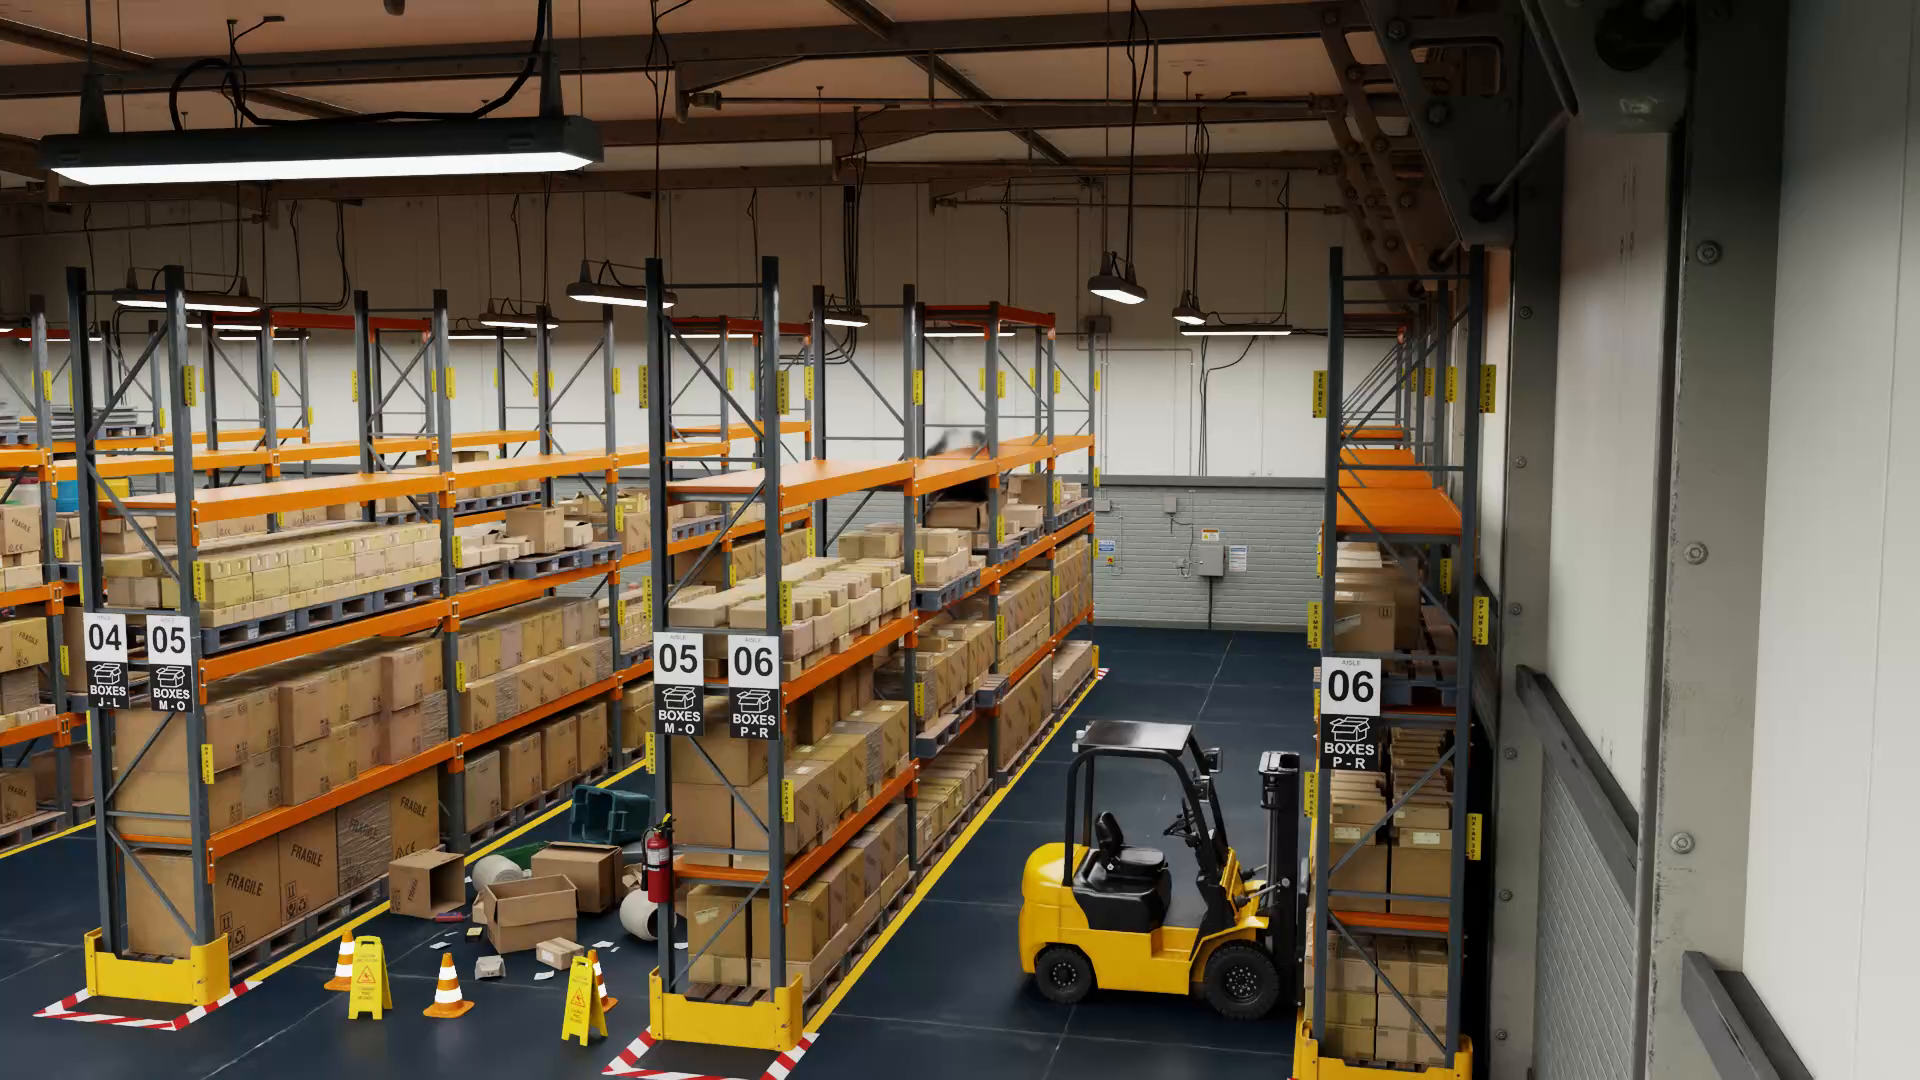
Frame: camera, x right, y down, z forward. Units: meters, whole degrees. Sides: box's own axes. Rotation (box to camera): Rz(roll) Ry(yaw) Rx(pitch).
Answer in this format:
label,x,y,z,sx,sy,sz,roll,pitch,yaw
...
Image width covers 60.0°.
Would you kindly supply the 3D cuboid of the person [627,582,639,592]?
label,x,y,z,sx,sy,sz,roll,pitch,yaw
person,-5.348,1.543,27.613,0.667,1.711,0.747,3,6,25
